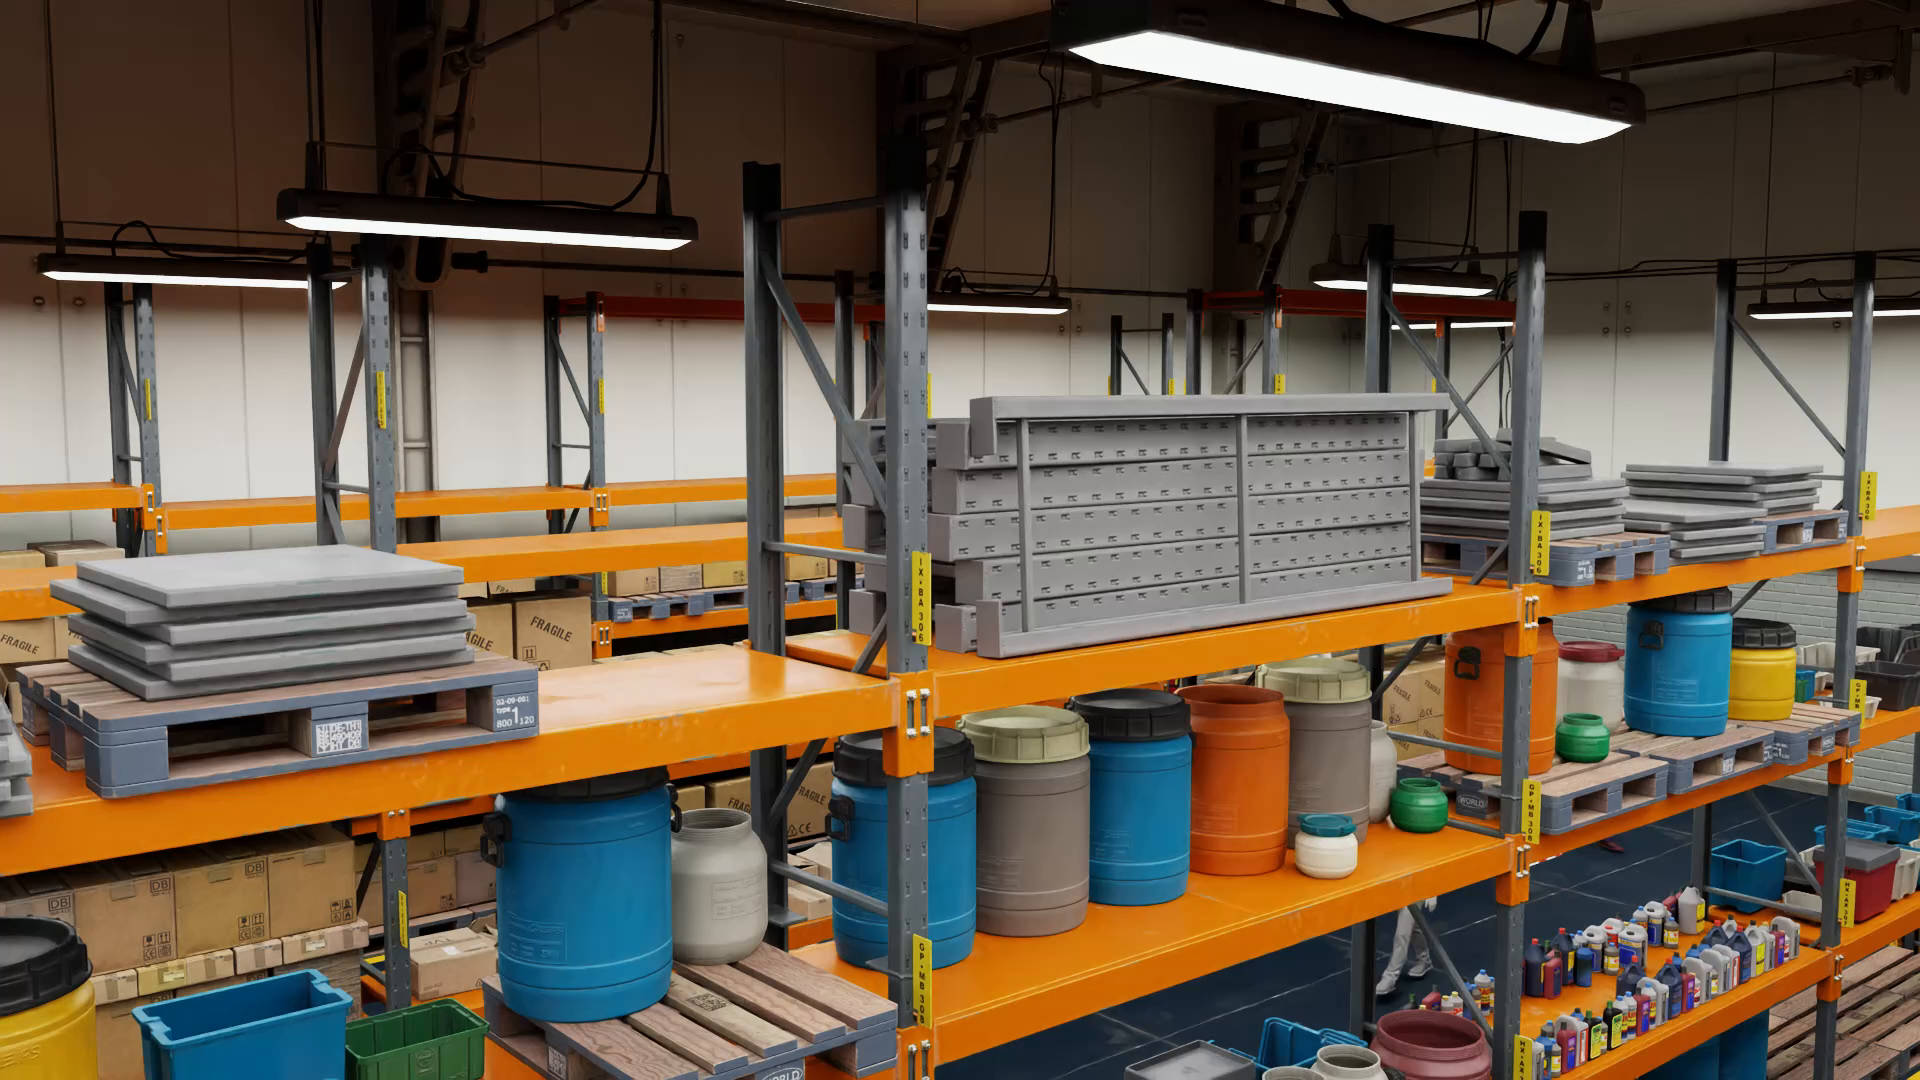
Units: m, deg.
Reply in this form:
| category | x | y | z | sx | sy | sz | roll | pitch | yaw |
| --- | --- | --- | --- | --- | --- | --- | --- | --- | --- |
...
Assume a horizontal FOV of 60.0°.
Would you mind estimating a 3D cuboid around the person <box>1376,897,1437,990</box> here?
| category | x | y | z | sx | sy | sz | roll | pitch | yaw |
| --- | --- | --- | --- | --- | --- | --- | --- | --- | --- |
| person | 3.721 | 2.978 | 14.121 | 1.024 | 1.620 | 0.499 | -3 | 6 | -28 |

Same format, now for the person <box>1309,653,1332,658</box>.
| category | x | y | z | sx | sy | sz | roll | pitch | yaw |
| --- | --- | --- | --- | --- | --- | --- | --- | --- | --- |
| person | 4.944 | 2.043 | 23.692 | 0.740 | 1.702 | 0.528 | 1 | 6 | 14 |

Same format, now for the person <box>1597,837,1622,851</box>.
| category | x | y | z | sx | sy | sz | roll | pitch | yaw |
| --- | --- | --- | --- | --- | --- | --- | --- | --- | --- |
| person | 7.032 | 2.576 | 18.325 | 0.549 | 1.644 | 0.513 | -2 | 6 | -21 |
